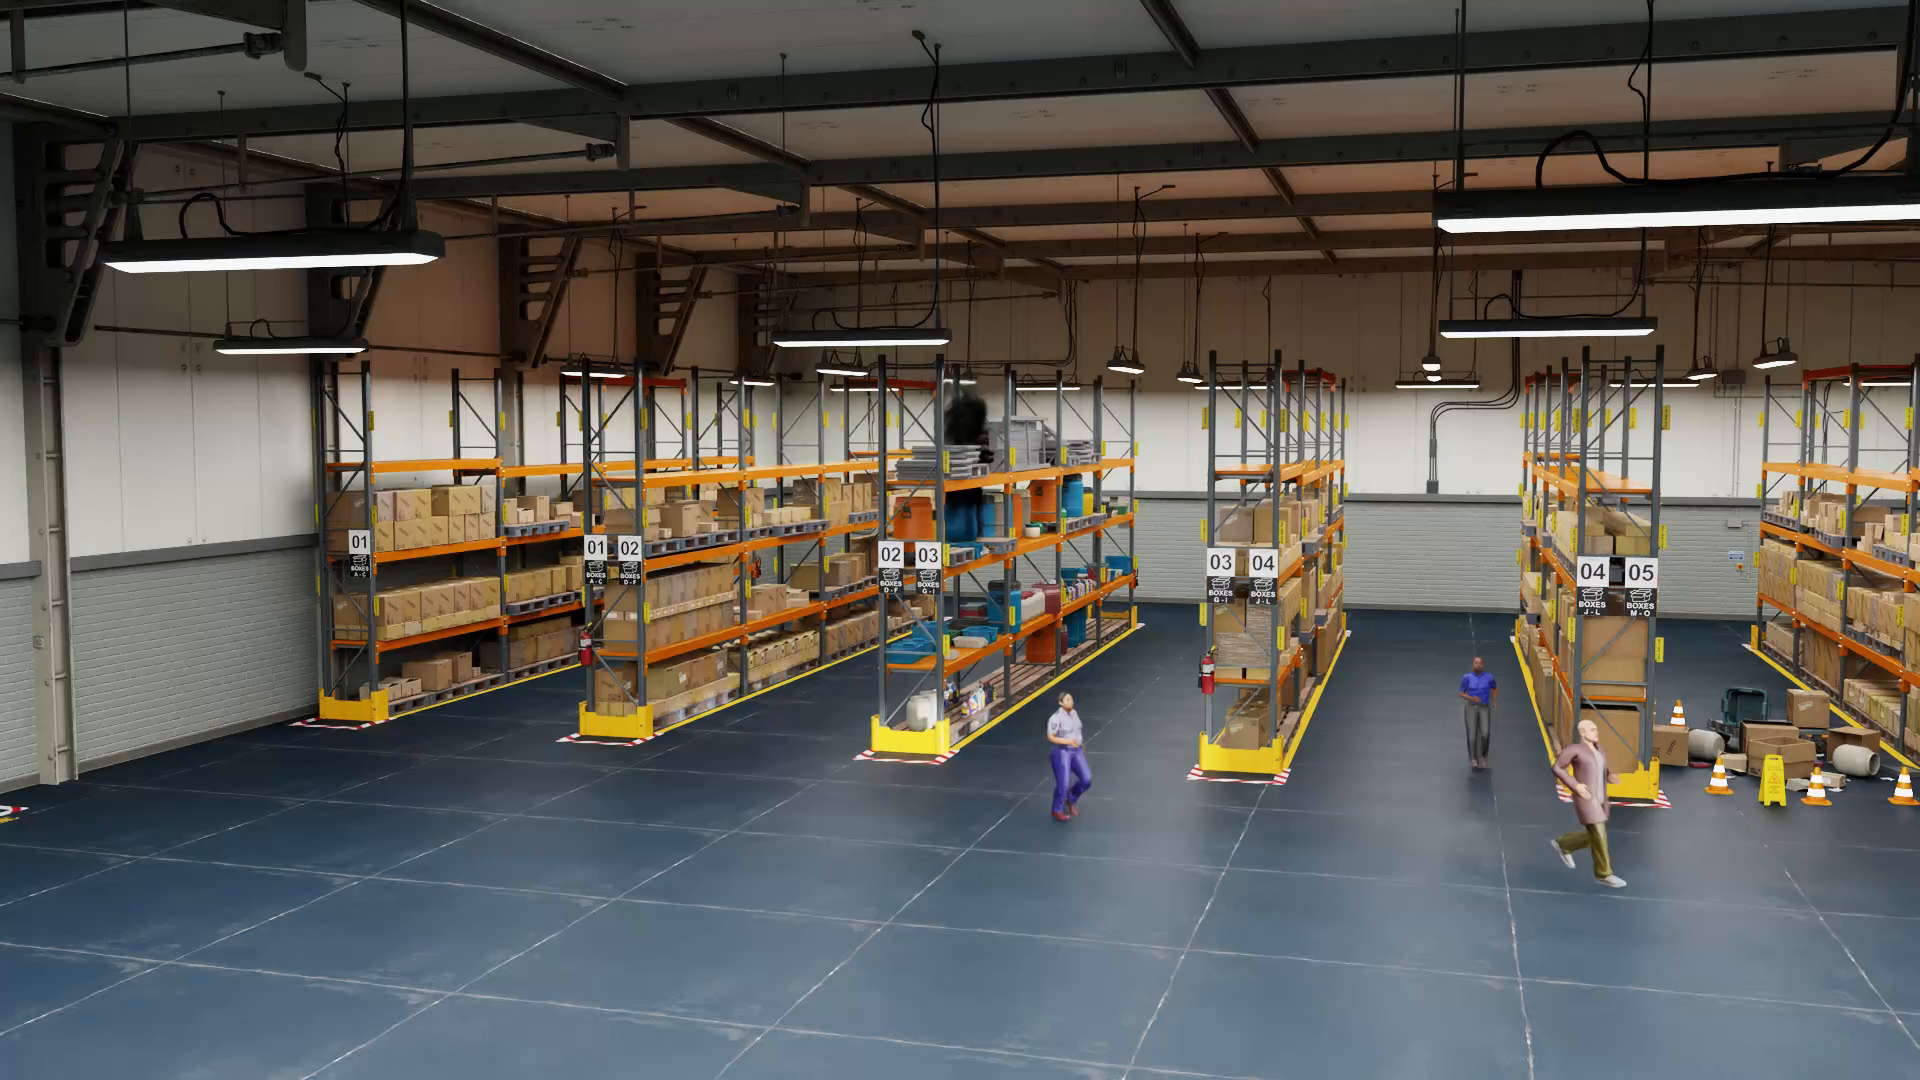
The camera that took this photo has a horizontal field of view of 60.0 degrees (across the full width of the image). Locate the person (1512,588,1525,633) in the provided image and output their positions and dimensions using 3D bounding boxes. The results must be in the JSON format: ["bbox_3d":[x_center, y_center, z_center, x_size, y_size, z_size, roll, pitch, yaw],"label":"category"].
[{"bbox_3d":[13.352,1.329,39.014,0.859,1.781,0.715,3,5,36],"label":"person"}]

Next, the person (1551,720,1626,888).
[{"bbox_3d":[6.813,2.824,18.026,0.707,1.754,0.965,-3,5,-35],"label":"person"}]

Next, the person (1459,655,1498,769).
[{"bbox_3d":[7.444,2.473,23.855,0.549,1.628,0.649,1,4,14],"label":"person"}]

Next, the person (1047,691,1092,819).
[{"bbox_3d":[1.385,2.703,20.814,0.632,1.613,0.583,-3,5,-38],"label":"person"}]
